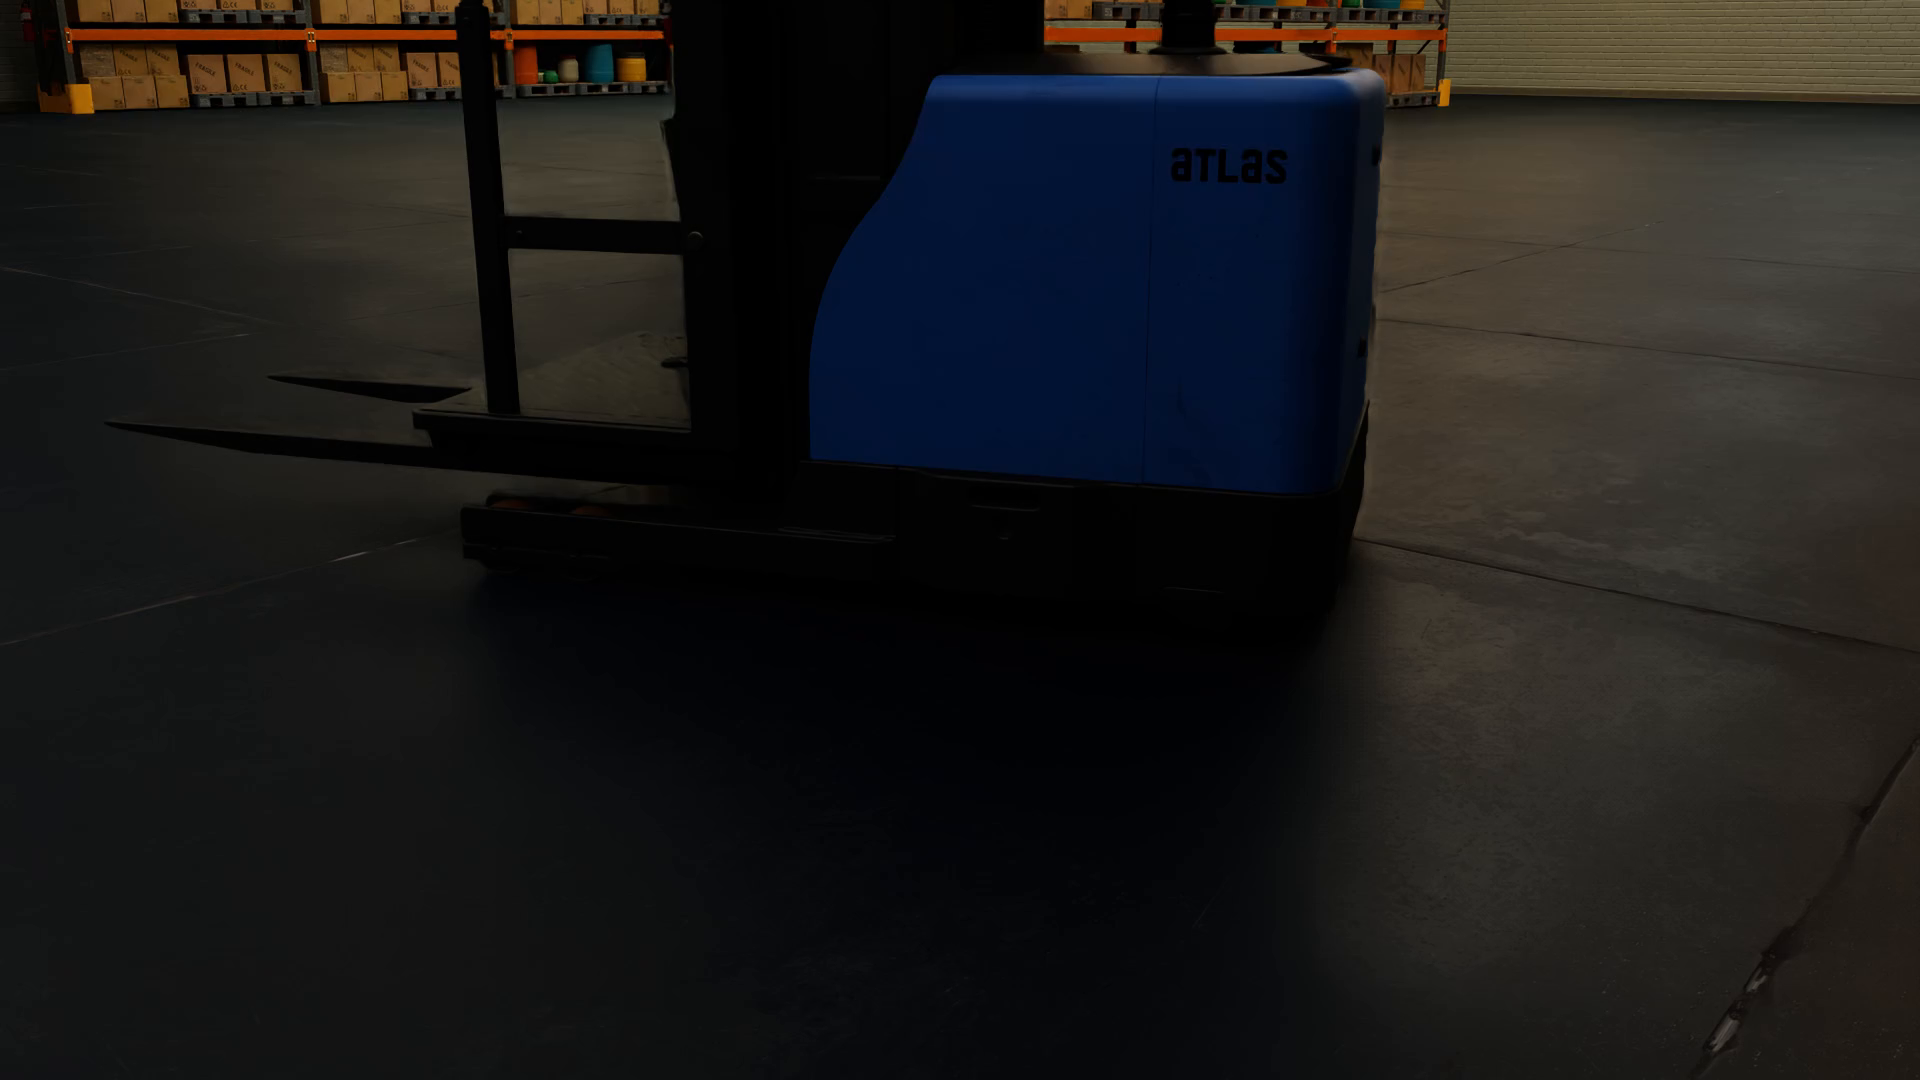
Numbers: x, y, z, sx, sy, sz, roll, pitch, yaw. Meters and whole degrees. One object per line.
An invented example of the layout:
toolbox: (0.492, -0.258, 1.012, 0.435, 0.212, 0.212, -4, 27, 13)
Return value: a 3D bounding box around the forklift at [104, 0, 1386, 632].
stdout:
forklift: (-0.594, -1.450, 3.673, 3.031, 2.935, 1.130, 5, 18, 16)
